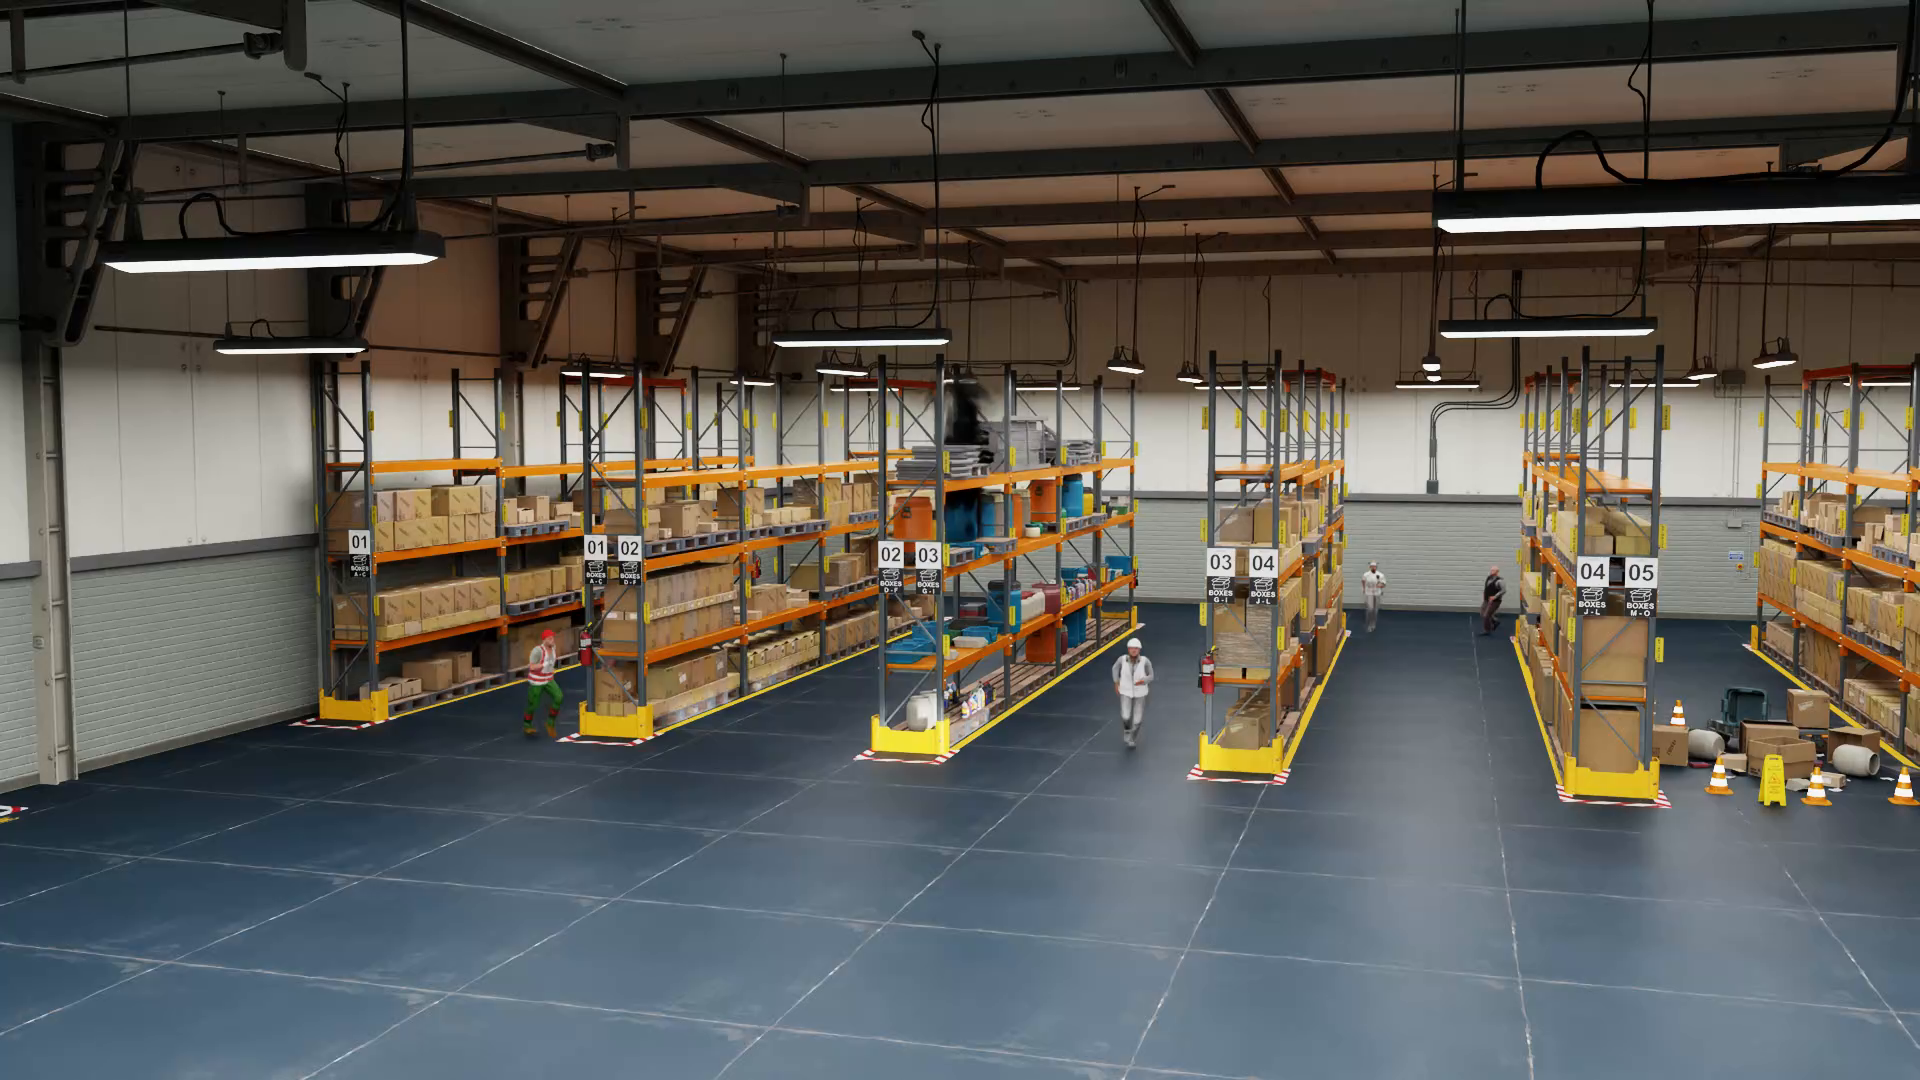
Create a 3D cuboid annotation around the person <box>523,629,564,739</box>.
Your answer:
[{"bbox_3d":[-6.573,2.254,26.127,0.927,1.745,0.641,3,5,40],"label":"person"}]

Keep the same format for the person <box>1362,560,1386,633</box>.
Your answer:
[{"bbox_3d":[9.835,1.344,39.510,0.555,1.747,0.717,1,4,10],"label":"person"}]

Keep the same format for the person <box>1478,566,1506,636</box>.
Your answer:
[{"bbox_3d":[12.440,1.421,38.630,0.590,1.657,0.680,-1,4,-19],"label":"person"}]

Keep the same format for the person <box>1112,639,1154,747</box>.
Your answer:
[{"bbox_3d":[2.626,2.326,25.225,0.615,1.697,0.737,0,4,3],"label":"person"}]

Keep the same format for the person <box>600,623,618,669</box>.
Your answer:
[{"bbox_3d":[-6.390,2.008,30.626,0.574,1.639,0.583,1,4,19],"label":"person"}]
